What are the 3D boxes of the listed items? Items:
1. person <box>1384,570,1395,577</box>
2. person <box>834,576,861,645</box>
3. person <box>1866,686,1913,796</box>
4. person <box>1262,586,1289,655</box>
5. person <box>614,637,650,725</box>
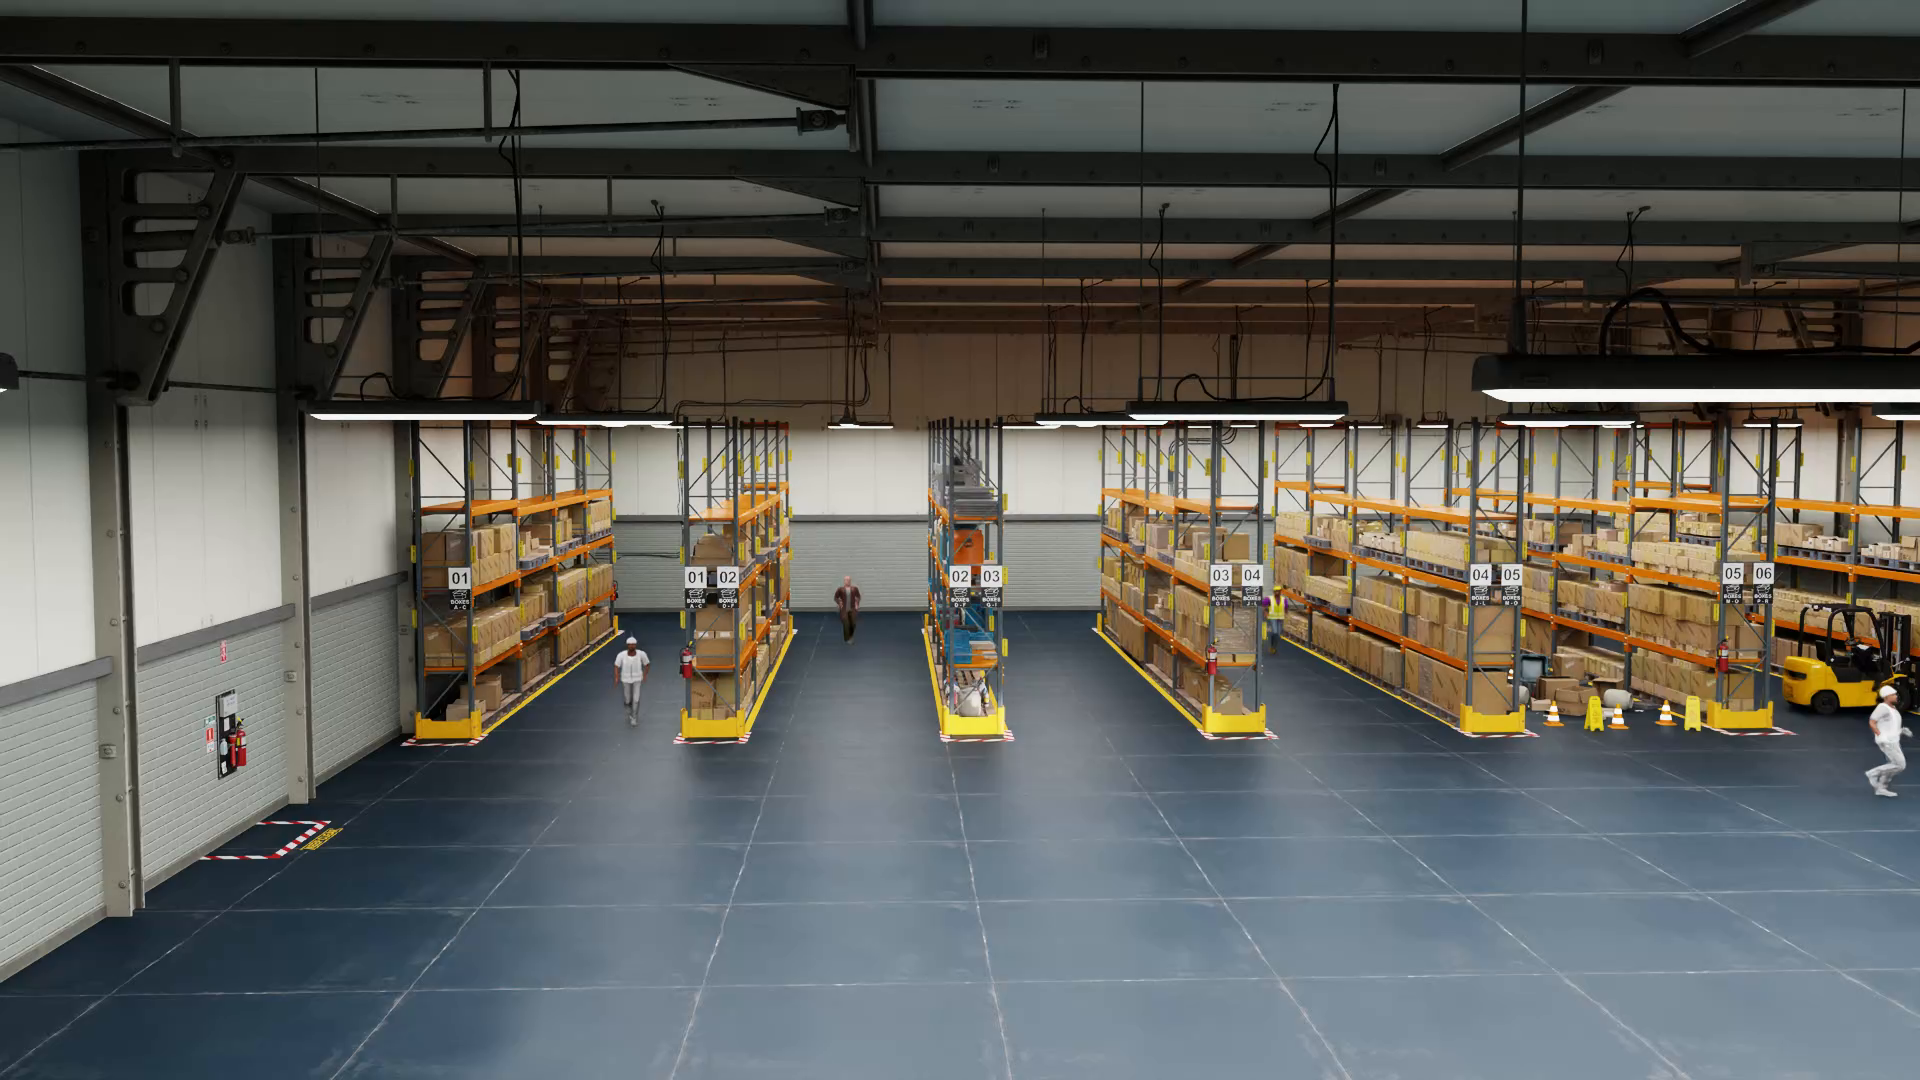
[{"bbox_3d":[12.684,1.596,49.336,0.989,1.772,0.667,0,4,2],"label":"person"},{"bbox_3d":[-2.852,1.805,42.376,0.705,1.757,0.616,-1,4,-11],"label":"person"},{"bbox_3d":[14.562,3.154,26.044,0.594,1.733,0.682,3,5,40],"label":"person"},{"bbox_3d":[8.140,2.063,42.763,0.673,1.771,0.704,-1,4,-10],"label":"person"},{"bbox_3d":[-6.419,2.743,32.592,0.689,1.716,0.649,-1,4,-10],"label":"person"}]
